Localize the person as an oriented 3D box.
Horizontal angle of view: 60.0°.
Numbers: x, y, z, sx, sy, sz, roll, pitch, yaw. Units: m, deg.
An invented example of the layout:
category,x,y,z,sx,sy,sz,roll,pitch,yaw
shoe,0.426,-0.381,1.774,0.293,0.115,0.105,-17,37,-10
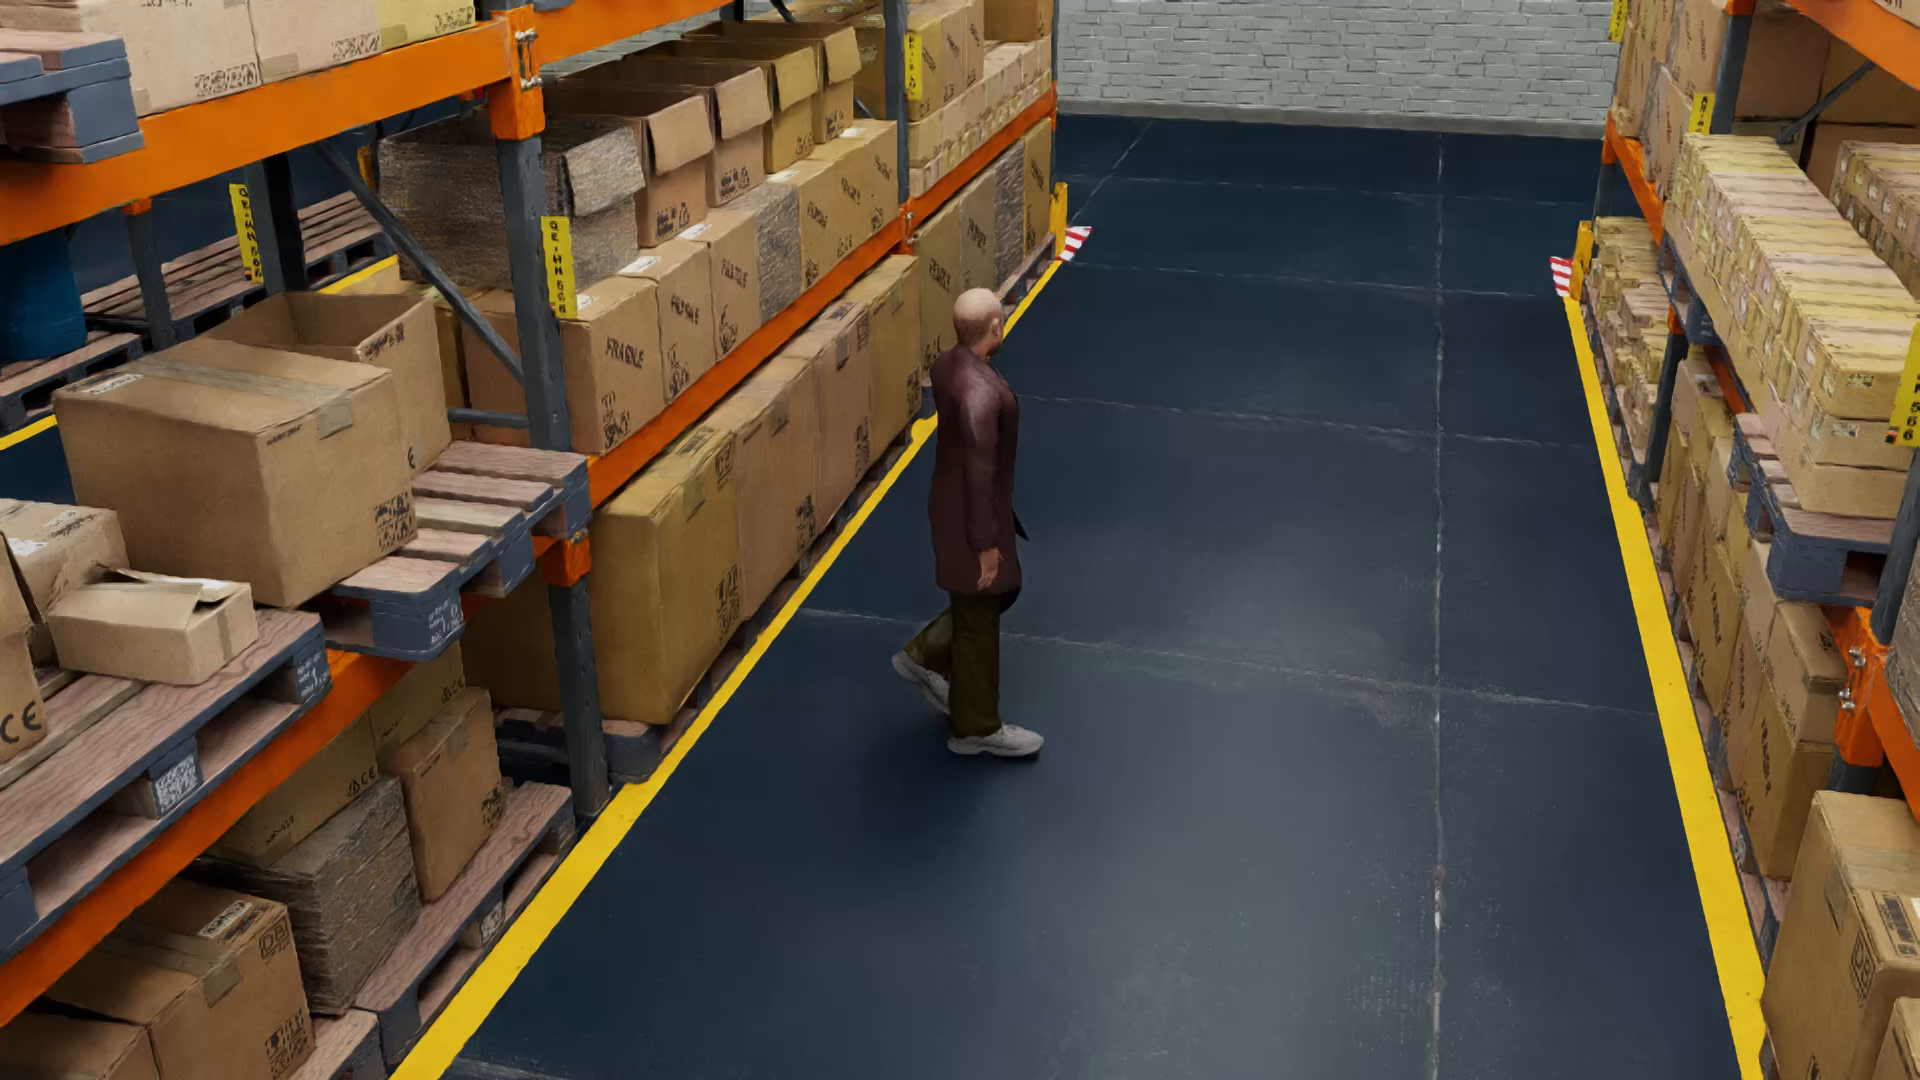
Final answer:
category,x,y,z,sx,sy,sz,roll,pitch,yaw
person,0.016,-0.074,6.263,0.555,1.762,0.640,-4,25,-9
